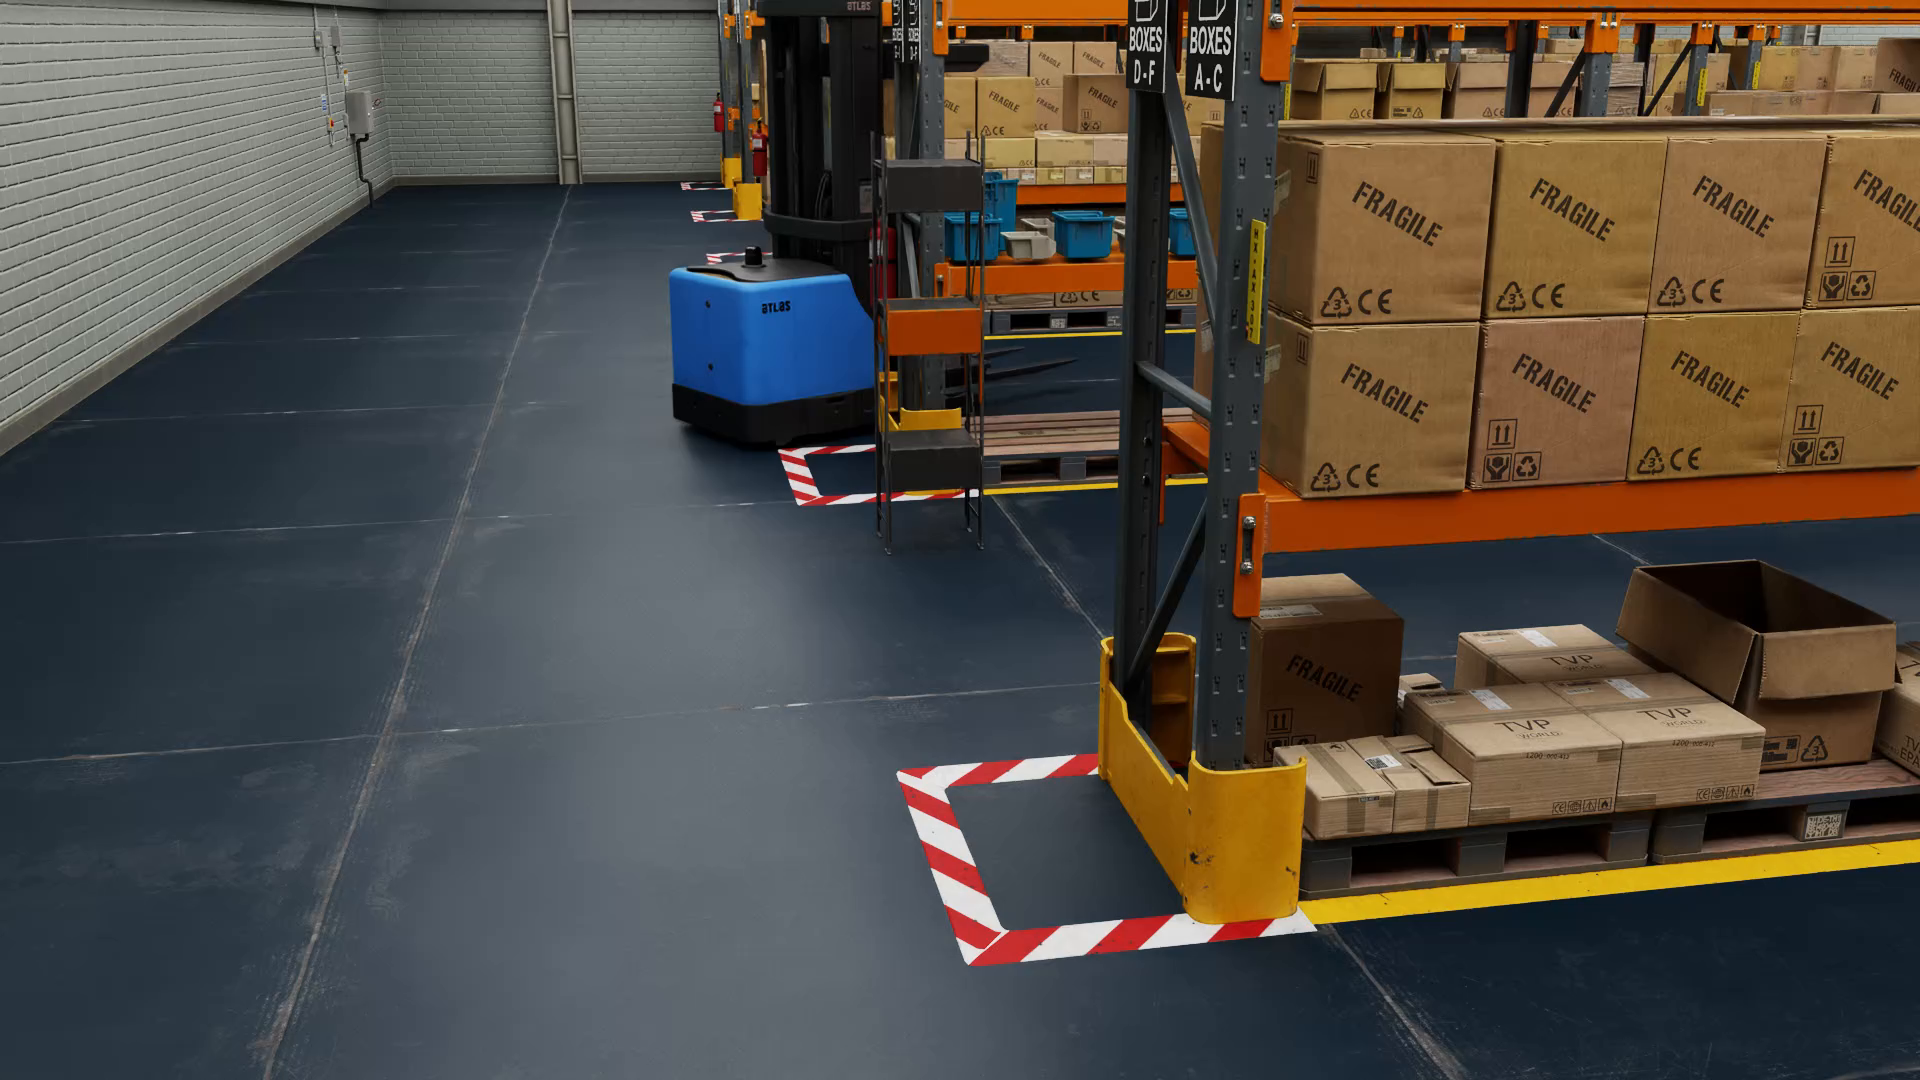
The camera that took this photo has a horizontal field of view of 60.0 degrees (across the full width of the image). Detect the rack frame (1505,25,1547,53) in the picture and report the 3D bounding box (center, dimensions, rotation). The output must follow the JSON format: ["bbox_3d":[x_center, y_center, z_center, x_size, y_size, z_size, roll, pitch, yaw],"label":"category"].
[{"bbox_3d":[8.722,-6.823,25.916,0.127,3.000,1.000,-3,17,-10],"label":"rack frame"}]

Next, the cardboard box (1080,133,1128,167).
[{"bbox_3d":[1.355,-3.432,14.627,0.500,0.250,0.500,-3,17,-9],"label":"cardboard box"}]

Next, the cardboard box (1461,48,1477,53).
[{"bbox_3d":[7.638,-7.390,25.267,0.250,0.149,0.380,-4,17,-12],"label":"cardboard box"}]

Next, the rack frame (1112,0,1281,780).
[{"bbox_3d":[0.696,-0.441,5.140,0.127,3.000,1.000,-3,17,-10],"label":"rack frame"}]

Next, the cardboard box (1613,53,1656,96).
[{"bbox_3d":[8.273,-5.840,20.845,0.500,0.500,0.700,-3,17,-10],"label":"cardboard box"}]

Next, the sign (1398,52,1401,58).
[{"bbox_3d":[7.889,-8.613,29.908,0.005,0.325,0.100,-3,17,-10],"label":"sign"}]

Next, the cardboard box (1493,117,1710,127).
[{"bbox_3d":[2.085,-1.130,5.508,0.500,0.500,0.500,-3,17,-9],"label":"cardboard box"}]

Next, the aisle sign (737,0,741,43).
[{"bbox_3d":[-3.075,-7.309,23.073,0.004,0.787,0.394,-3,17,-10],"label":"aisle sign"}]

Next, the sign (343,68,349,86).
[{"bbox_3d":[-9.040,-6.814,24.482,0.001,0.242,0.339,-3,17,-10],"label":"sign"}]

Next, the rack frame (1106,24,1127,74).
[{"bbox_3d":[1.906,-4.956,19.837,0.127,3.000,1.000,-3,17,-10],"label":"rack frame"}]

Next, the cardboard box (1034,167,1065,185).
[{"bbox_3d":[0.741,-3.188,14.510,0.250,0.149,0.380,-4,17,-12],"label":"cardboard box"}]

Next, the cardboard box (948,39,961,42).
[{"bbox_3d":[-0.146,-7.090,23.809,0.250,0.149,0.380,-3,17,-11],"label":"cardboard box"}]

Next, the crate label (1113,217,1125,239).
[{"bbox_3d":[1.082,-1.904,10.250,0.243,0.136,0.396,-3,17,-10],"label":"crate label"}]

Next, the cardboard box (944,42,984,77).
[{"bbox_3d":[-0.022,-5.431,19.006,0.500,0.500,0.500,-4,17,-12],"label":"cardboard box"}]

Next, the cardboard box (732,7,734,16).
[{"bbox_3d":[-3.735,-8.983,28.269,0.250,0.149,0.380,-3,17,-9],"label":"cardboard box"}]

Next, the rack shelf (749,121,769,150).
[{"bbox_3d":[-1.096,-5.922,24.208,4.000,0.370,1.077,-3,17,-10],"label":"rack shelf"}]

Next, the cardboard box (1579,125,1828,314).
[{"bbox_3d":[2.185,-0.974,4.999,0.500,0.500,0.500,-3,17,-10],"label":"cardboard box"}]

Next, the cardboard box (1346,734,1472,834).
[{"bbox_3d":[1.418,0.765,5.290,0.250,0.166,0.380,-3,17,-10],"label":"cardboard box"}]

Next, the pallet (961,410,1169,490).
[{"bbox_3d":[0.577,-0.571,10.312,1.213,0.211,1.003,-3,17,-10],"label":"pallet"}]

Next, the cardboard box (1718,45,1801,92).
[{"bbox_3d":[10.129,-6.000,21.142,0.550,0.550,0.875,-3,17,-10],"label":"cardboard box"}]

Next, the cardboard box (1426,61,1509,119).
[{"bbox_3d":[4.656,-4.159,15.366,0.637,0.503,0.797,-3,17,-9],"label":"cardboard box"}]

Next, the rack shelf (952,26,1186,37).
[{"bbox_3d":[1.886,-9.009,29.151,4.000,0.370,1.077,-3,17,-10],"label":"rack shelf"}]

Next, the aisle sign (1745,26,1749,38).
[{"bbox_3d":[12.652,-8.381,26.561,0.004,0.787,0.394,-3,17,-10],"label":"aisle sign"}]

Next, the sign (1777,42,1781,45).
[{"bbox_3d":[12.735,-7.589,25.900,0.005,0.325,0.100,-3,17,-10],"label":"sign"}]

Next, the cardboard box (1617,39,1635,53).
[{"bbox_3d":[10.199,-7.495,25.725,0.500,0.500,0.700,-4,17,-12],"label":"cardboard box"}]

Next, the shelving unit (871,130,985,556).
[{"bbox_3d":[-0.162,-0.995,8.473,0.503,2.100,0.431,-3,17,-10],"label":"shelving unit"}]

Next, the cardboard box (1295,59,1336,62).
[{"bbox_3d":[5.281,-6.949,24.935,0.500,0.500,0.500,-4,17,-12],"label":"cardboard box"}]

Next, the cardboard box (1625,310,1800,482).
[{"bbox_3d":[2.180,-0.495,5.145,0.500,0.500,0.500,-3,17,-11],"label":"cardboard box"}]

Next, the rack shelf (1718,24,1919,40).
[{"bbox_3d":[11.724,-6.603,21.316,4.000,0.370,1.077,-3,17,-10],"label":"rack shelf"}]

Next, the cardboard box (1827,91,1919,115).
[{"bbox_3d":[8.918,-4.093,16.137,0.637,0.503,0.797,-1,17,-5],"label":"cardboard box"}]

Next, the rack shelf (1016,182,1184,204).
[{"bbox_3d":[0.784,-3.065,14.907,4.000,0.370,1.077,-3,17,-10],"label":"rack shelf"}]

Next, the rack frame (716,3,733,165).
[{"bbox_3d":[-4.005,-7.585,28.398,0.127,3.000,1.000,-3,17,-10],"label":"rack frame"}]

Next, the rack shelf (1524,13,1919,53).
[{"bbox_3d":[5.651,-3.294,10.543,4.000,0.370,1.077,-3,17,-10],"label":"rack shelf"}]

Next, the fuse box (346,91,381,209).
[{"bbox_3d":[-8.847,-5.831,24.882,0.414,1.711,0.539,-3,17,-10],"label":"fuse box"}]

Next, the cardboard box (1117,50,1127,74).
[{"bbox_3d":[2.341,-6.908,24.320,0.500,0.500,0.500,-4,17,-12],"label":"cardboard box"}]

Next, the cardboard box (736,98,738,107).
[{"bbox_3d":[-3.731,-7.561,28.746,0.250,0.149,0.380,-3,17,-11],"label":"cardboard box"}]

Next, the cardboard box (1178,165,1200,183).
[{"bbox_3d":[2.005,-3.260,14.745,0.250,0.149,0.380,-4,17,-11],"label":"cardboard box"}]

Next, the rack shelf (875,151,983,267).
[{"bbox_3d":[-0.162,-1.651,8.272,0.480,0.518,0.431,-3,17,-10],"label":"rack shelf"}]

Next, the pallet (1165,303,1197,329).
[{"bbox_3d":[1.986,-2.167,15.509,1.213,0.211,1.003,-3,17,-10],"label":"pallet"}]

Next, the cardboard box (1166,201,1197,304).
[{"bbox_3d":[2.084,-2.691,15.369,0.875,0.875,0.875,-3,17,-10],"label":"cardboard box"}]

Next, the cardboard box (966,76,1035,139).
[{"bbox_3d":[0.341,-3.734,14.330,0.500,0.500,0.500,-4,17,-12],"label":"cardboard box"}]

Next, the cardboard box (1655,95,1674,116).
[{"bbox_3d":[8.803,-5.315,20.836,0.500,0.500,0.500,-3,17,-11],"label":"cardboard box"}]

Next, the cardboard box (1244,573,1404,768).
[{"bbox_3d":[1.183,0.442,5.772,0.500,0.500,0.500,-3,17,-10],"label":"cardboard box"}]

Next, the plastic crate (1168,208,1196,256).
[{"bbox_3d":[1.357,-1.810,9.780,0.300,0.233,0.416,-3,17,-10],"label":"plastic crate"}]

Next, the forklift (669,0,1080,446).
[{"bbox_3d":[-0.483,-2.338,11.431,3.031,2.935,1.130,-14,22,-37],"label":"forklift"}]

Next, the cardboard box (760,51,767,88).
[{"bbox_3d":[-2.535,-6.625,23.398,0.500,0.500,0.500,-4,17,-12],"label":"cardboard box"}]
